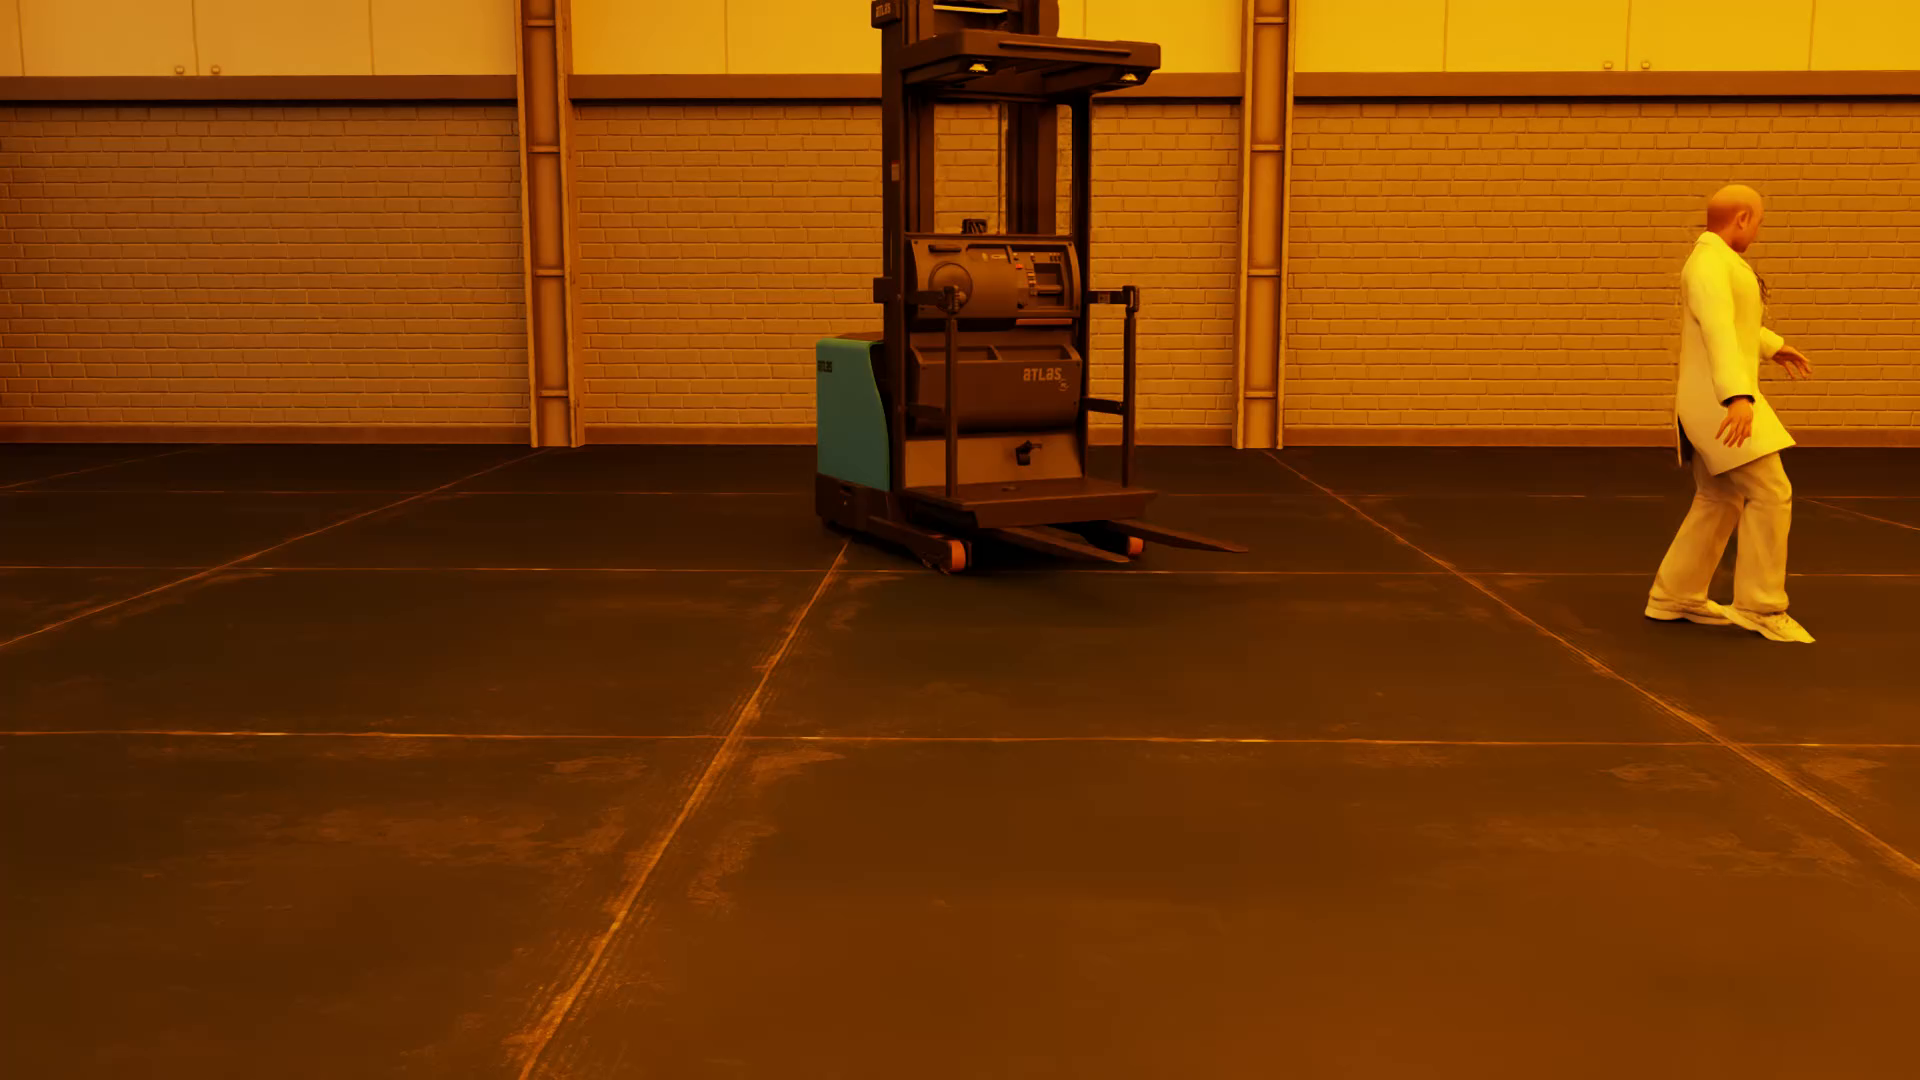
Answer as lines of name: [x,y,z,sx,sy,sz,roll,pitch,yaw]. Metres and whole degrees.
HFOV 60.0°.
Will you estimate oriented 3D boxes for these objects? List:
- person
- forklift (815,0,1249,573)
person: [3.101,-0.486,6.572,0.636,1.808,1.025,3,9,21]
forklift: [0.283,-1.363,8.218,1.130,2.935,3.031,-4,10,-26]
